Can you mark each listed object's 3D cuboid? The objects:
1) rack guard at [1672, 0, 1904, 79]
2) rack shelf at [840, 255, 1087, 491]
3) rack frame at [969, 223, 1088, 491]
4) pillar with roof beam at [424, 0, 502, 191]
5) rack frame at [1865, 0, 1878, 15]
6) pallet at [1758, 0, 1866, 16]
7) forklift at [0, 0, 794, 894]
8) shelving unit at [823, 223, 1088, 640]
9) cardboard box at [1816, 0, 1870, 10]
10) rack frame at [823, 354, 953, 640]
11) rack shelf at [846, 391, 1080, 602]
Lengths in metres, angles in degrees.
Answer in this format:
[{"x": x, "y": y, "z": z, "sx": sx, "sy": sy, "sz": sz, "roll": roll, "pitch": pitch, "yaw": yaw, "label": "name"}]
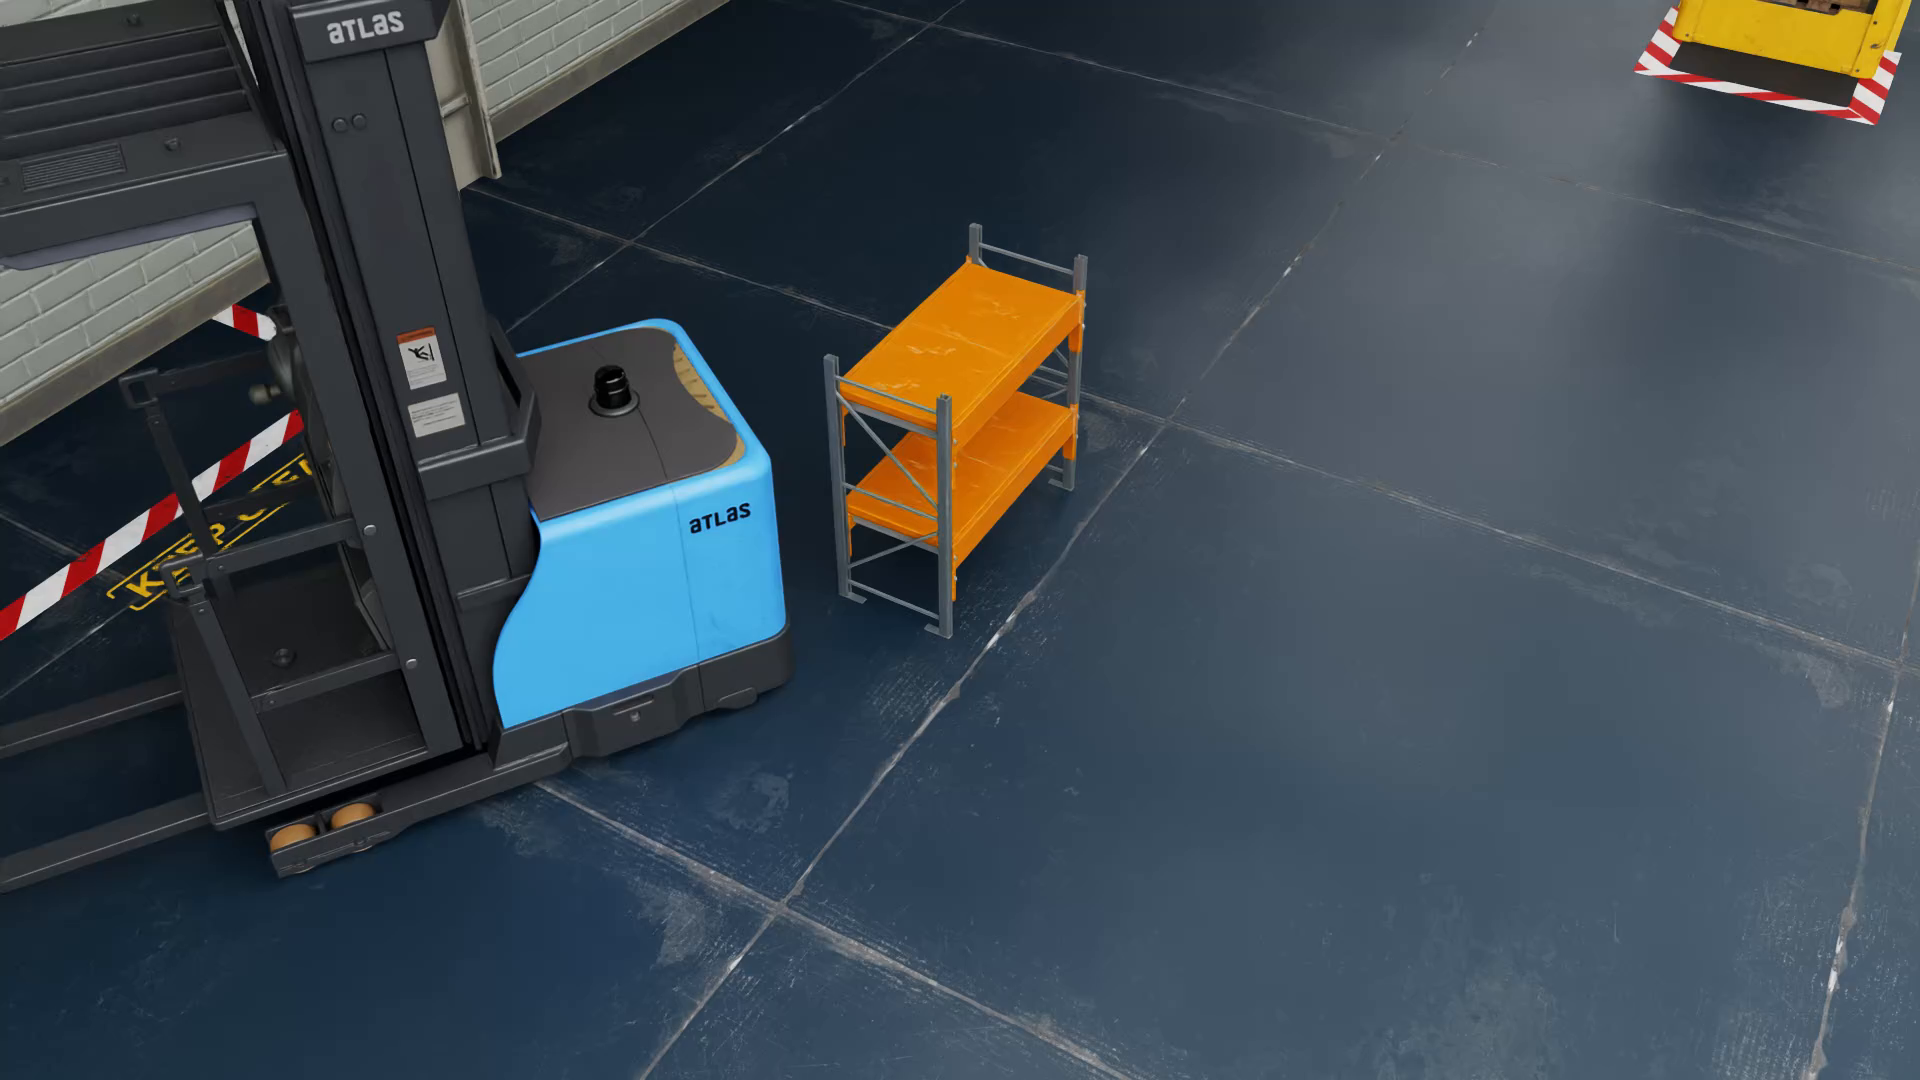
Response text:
[{"x": 4.976, "y": -3.196, "z": 10.001, "sx": 1.175, "sy": 0.500, "sz": 0.348, "roll": 21, "pitch": 45, "yaw": 22, "label": "rack guard"}, {"x": 0.003, "y": -0.646, "z": 6.189, "sx": 0.538, "sy": 0.278, "sz": 1.000, "roll": 21, "pitch": 45, "yaw": 22, "label": "rack shelf"}, {"x": 0.258, "y": -0.717, "z": 6.713, "sx": 0.500, "sy": 1.125, "sz": 0.032, "roll": 21, "pitch": 45, "yaw": 22, "label": "rack frame"}, {"x": 1.023, "y": -3.865, "z": 4.330, "sx": 9.100, "sy": 9.000, "sz": 0.400, "roll": 21, "pitch": 45, "yaw": 22, "label": "pillar with roof beam"}, {"x": 4.988, "y": -4.147, "z": 9.190, "sx": 1.000, "sy": 3.000, "sz": 0.127, "roll": 21, "pitch": 45, "yaw": 22, "label": "rack frame"}, {"x": 5.334, "y": -3.552, "z": 10.624, "sx": 1.003, "sy": 0.211, "sz": 1.213, "roll": 21, "pitch": 45, "yaw": 22, "label": "pallet"}, {"x": -2.159, "y": -0.399, "z": 4.986, "sx": 3.031, "sy": 2.935, "sz": 1.130, "roll": -19, "pitch": 45, "yaw": -20, "label": "forklift"}, {"x": 0.003, "y": -0.426, "z": 6.383, "sx": 0.538, "sy": 1.125, "sz": 1.048, "roll": 21, "pitch": 45, "yaw": 22, "label": "shelving unit"}, {"x": 5.449, "y": -3.506, "z": 10.225, "sx": 0.500, "sy": 0.250, "sz": 0.500, "roll": 21, "pitch": 45, "yaw": 22, "label": "cardboard box"}, {"x": -0.251, "y": -0.135, "z": 6.052, "sx": 0.500, "sy": 1.125, "sz": 0.032, "roll": 21, "pitch": 45, "yaw": 22, "label": "rack frame"}, {"x": 0.003, "y": -0.243, "z": 6.544, "sx": 0.538, "sy": 0.278, "sz": 1.000, "roll": 21, "pitch": 45, "yaw": 22, "label": "rack shelf"}]
